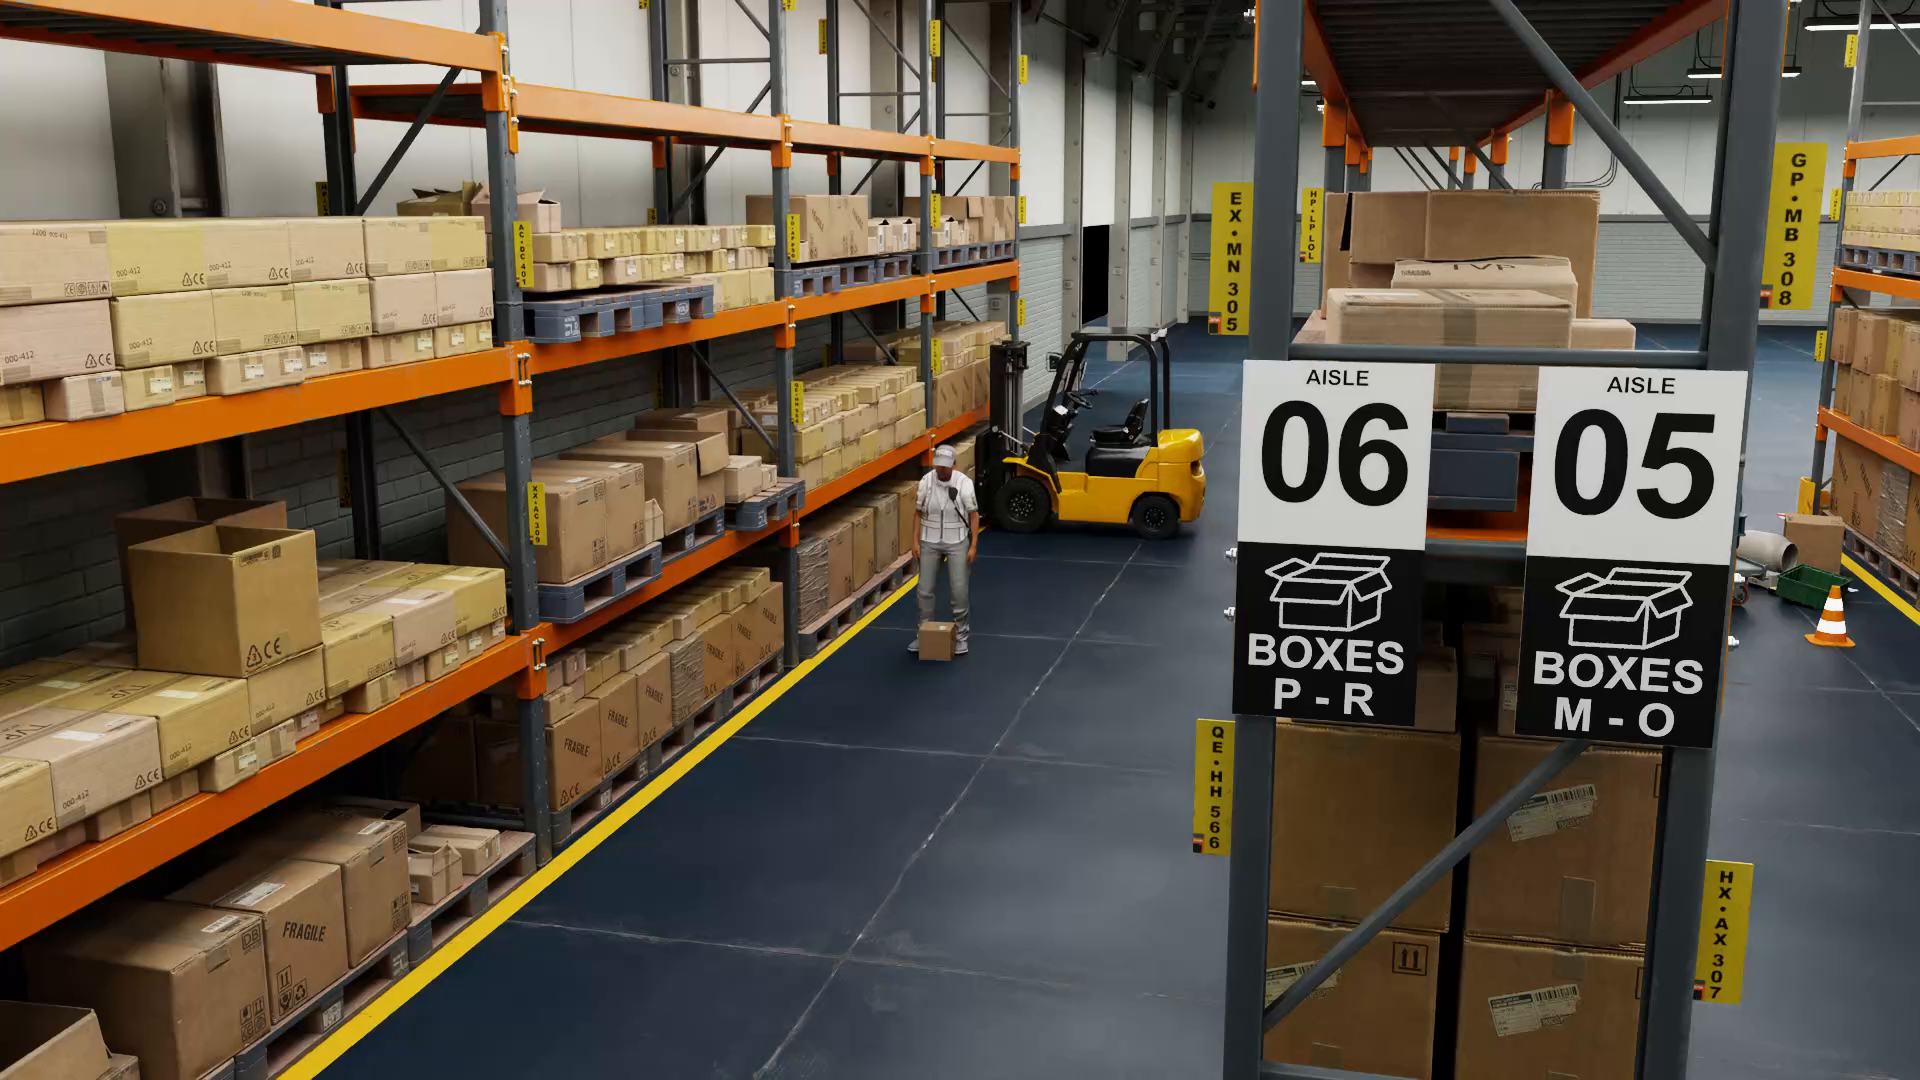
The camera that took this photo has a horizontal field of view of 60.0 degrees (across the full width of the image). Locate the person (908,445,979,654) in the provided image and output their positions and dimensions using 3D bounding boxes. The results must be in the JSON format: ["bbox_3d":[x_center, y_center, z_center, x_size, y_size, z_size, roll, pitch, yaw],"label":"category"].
[{"bbox_3d":[-0.130,0.061,13.136,0.550,1.666,0.473,3,12,13],"label":"person"}]
